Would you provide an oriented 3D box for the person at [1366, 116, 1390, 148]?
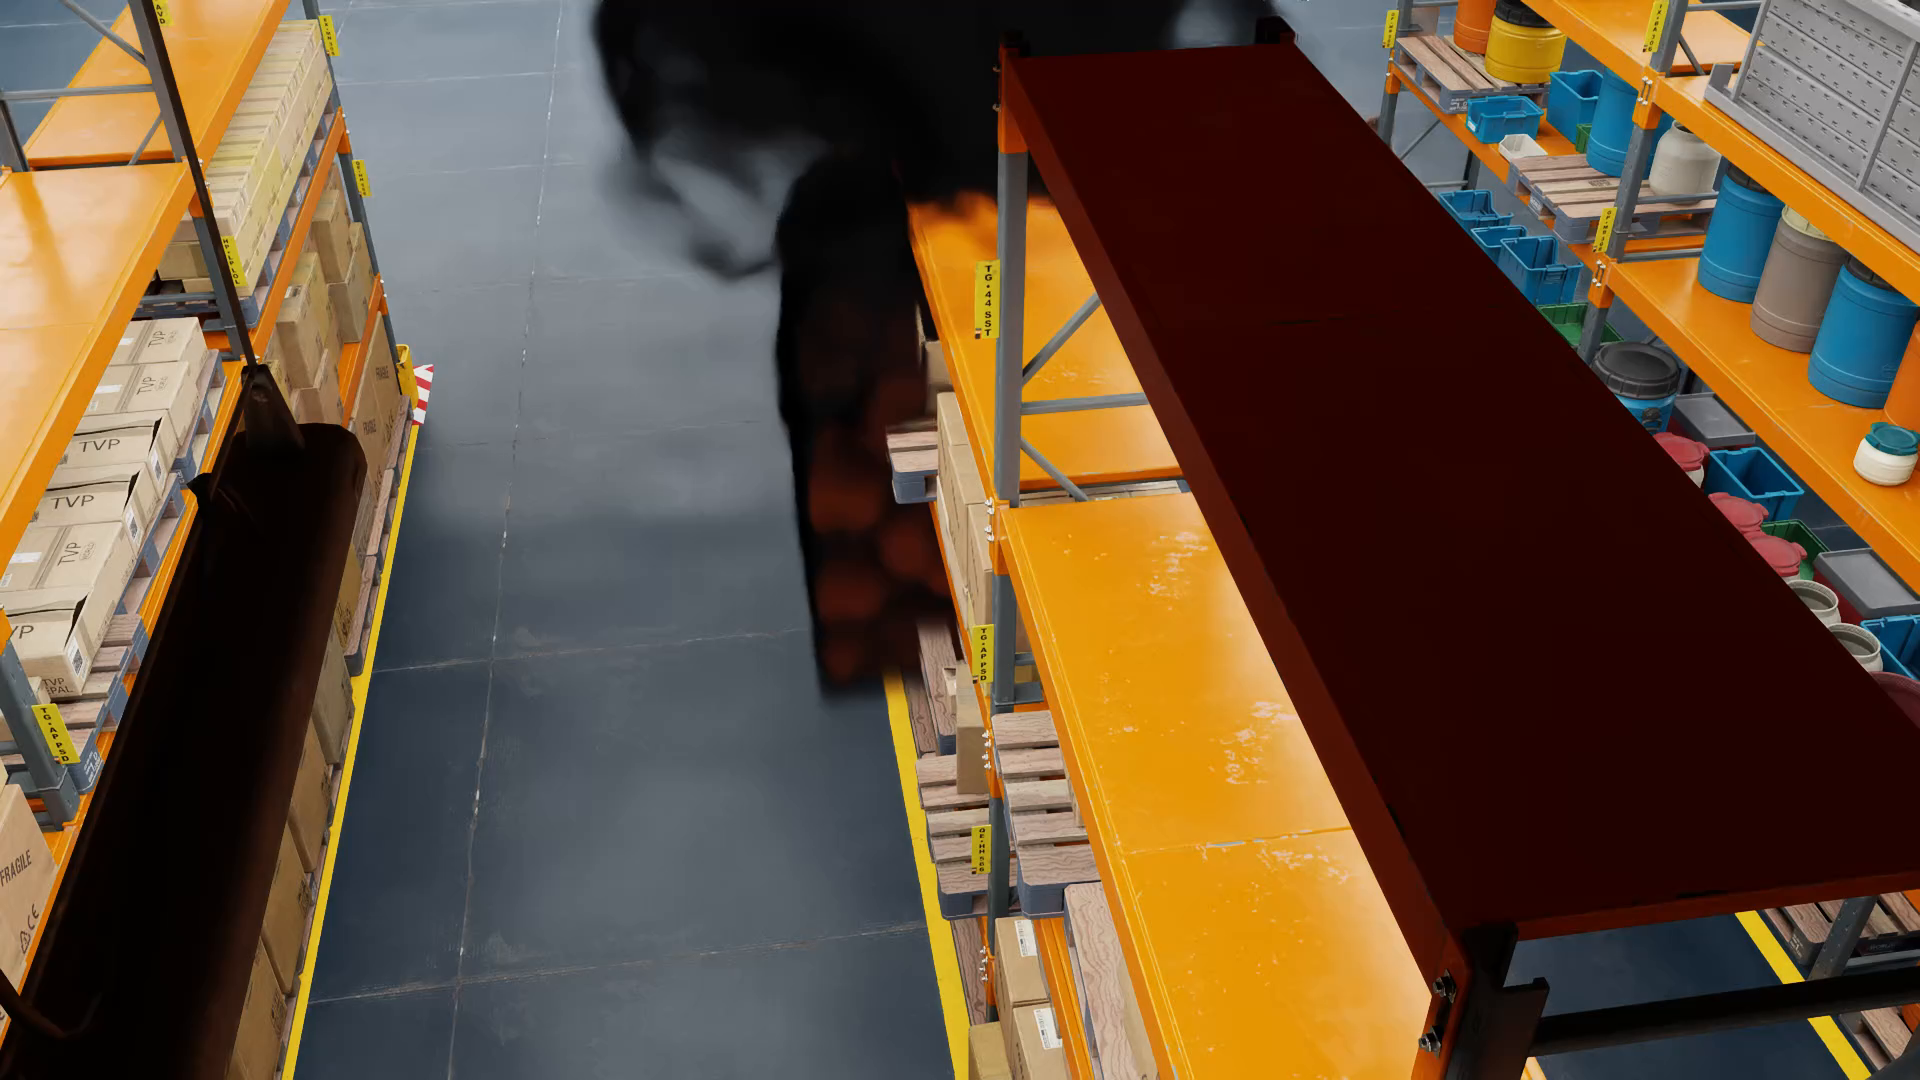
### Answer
[{"bbox_3d":[4.281,-3.581,17.039,0.522,1.541,0.561,11,38,14],"label":"person"}]
